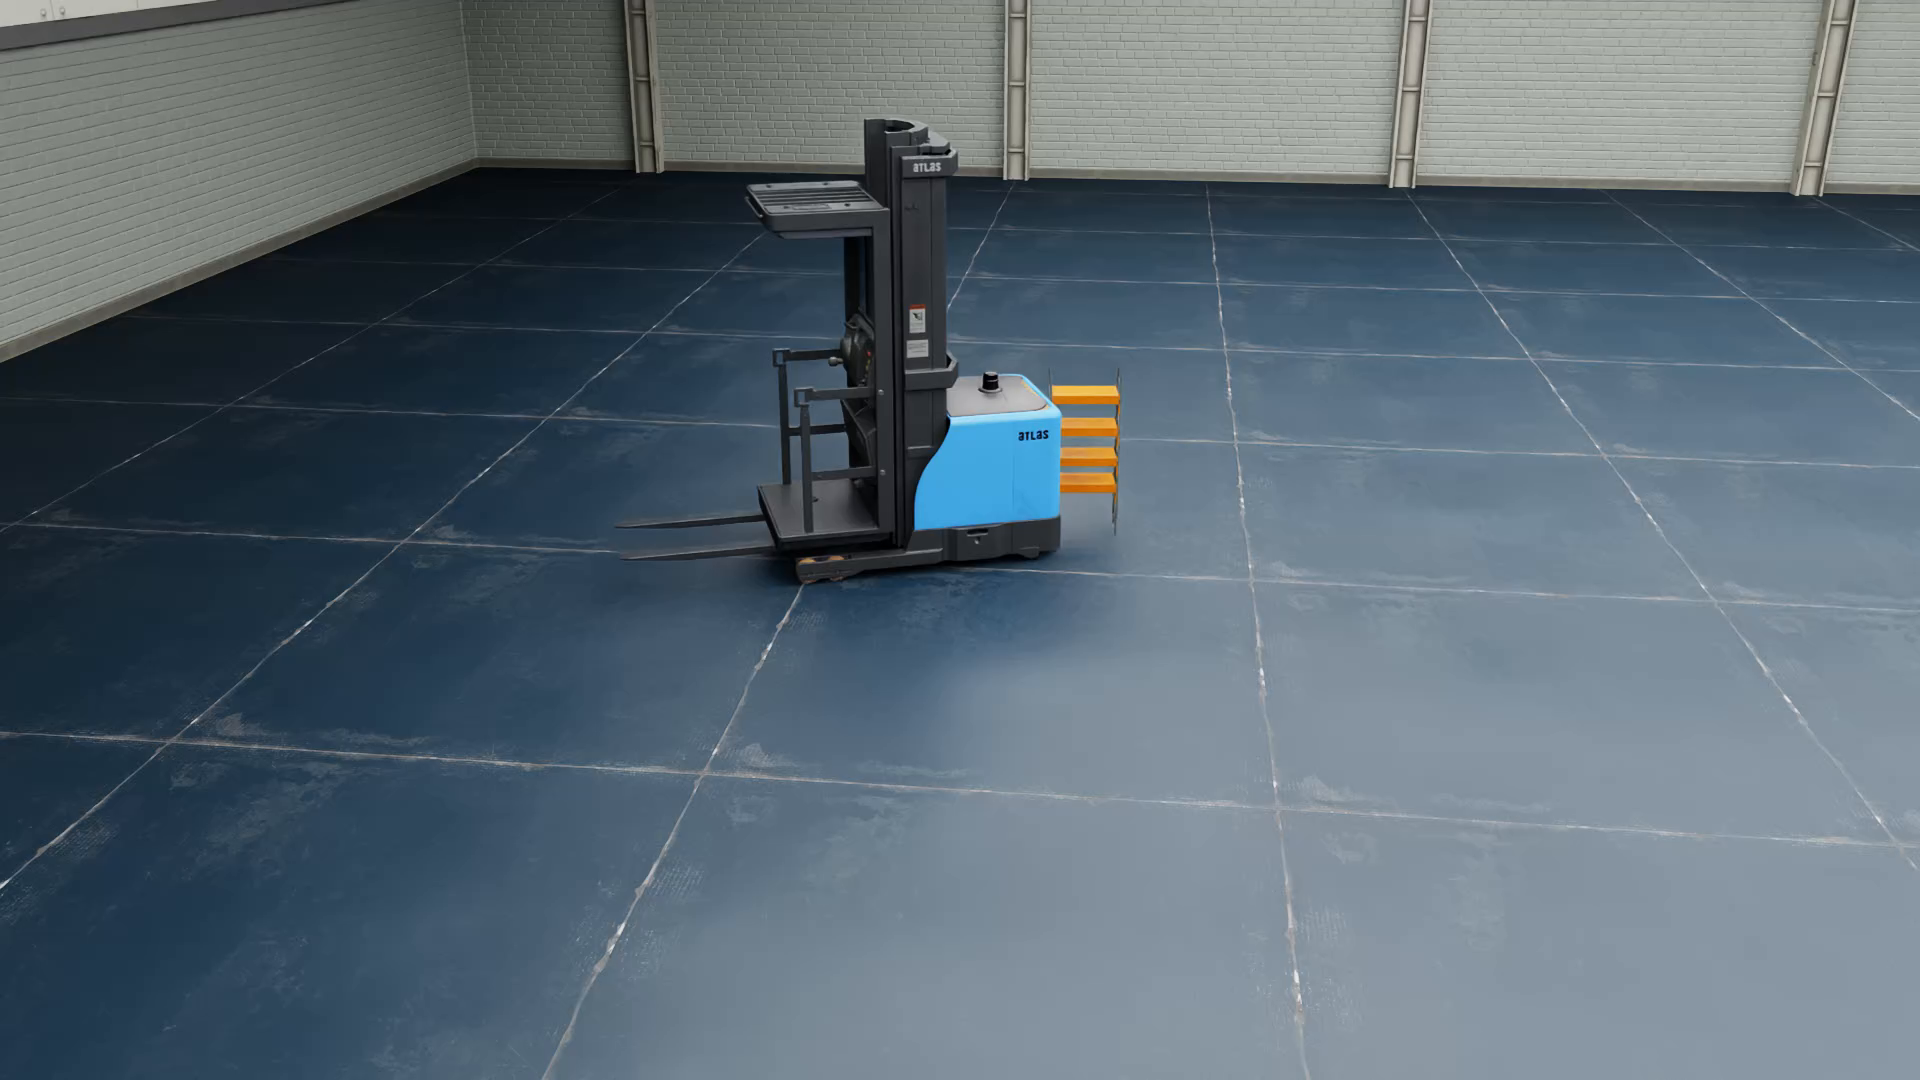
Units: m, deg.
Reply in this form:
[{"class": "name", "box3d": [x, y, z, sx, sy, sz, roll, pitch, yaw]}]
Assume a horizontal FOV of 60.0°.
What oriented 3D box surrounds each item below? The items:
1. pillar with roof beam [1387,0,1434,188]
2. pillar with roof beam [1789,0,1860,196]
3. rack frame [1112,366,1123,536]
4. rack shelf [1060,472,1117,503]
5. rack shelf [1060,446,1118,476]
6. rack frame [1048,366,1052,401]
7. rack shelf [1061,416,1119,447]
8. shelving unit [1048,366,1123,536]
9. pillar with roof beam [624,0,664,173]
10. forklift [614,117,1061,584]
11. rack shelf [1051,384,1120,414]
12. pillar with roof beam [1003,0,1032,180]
[{"class": "pillar with roof beam", "box3d": [6.350, -8.118, 20.233, 0.400, 9.000, 9.100, 2, 22, 6]}, {"class": "pillar with roof beam", "box3d": [12.308, -7.858, 19.576, 0.400, 9.000, 9.100, 2, 22, 6]}, {"class": "rack frame", "box3d": [1.124, -0.629, 11.900, 0.015, 1.200, 0.240, 0, 22, 0]}, {"class": "rack shelf", "box3d": [0.880, -0.382, 11.997, 0.480, 0.148, 0.258, 0, 22, 0]}, {"class": "rack shelf", "box3d": [0.880, -0.567, 11.924, 0.480, 0.148, 0.258, 0, 22, 0]}, {"class": "rack frame", "box3d": [0.636, -0.629, 11.899, 0.015, 1.200, 0.240, 0, 22, 0]}, {"class": "rack shelf", "box3d": [0.880, -0.775, 11.842, 0.480, 0.148, 0.258, 0, 22, 0]}, {"class": "shelving unit", "box3d": [0.880, -0.629, 11.900, 0.503, 1.200, 0.258, 0, 22, 0]}, {"class": "pillar with roof beam", "box3d": [-5.567, -8.637, 21.546, 0.400, 9.000, 9.100, 2, 22, 6]}, {"class": "forklift", "box3d": [-0.871, -1.283, 11.199, 3.031, 2.935, 1.130, -5, 22, -13]}, {"class": "rack shelf", "box3d": [0.880, -0.995, 11.755, 0.480, 0.148, 0.258, 0, 22, 0]}, {"class": "pillar with roof beam", "box3d": [0.391, -8.377, 20.889, 0.400, 9.000, 9.100, 2, 22, 6]}]
